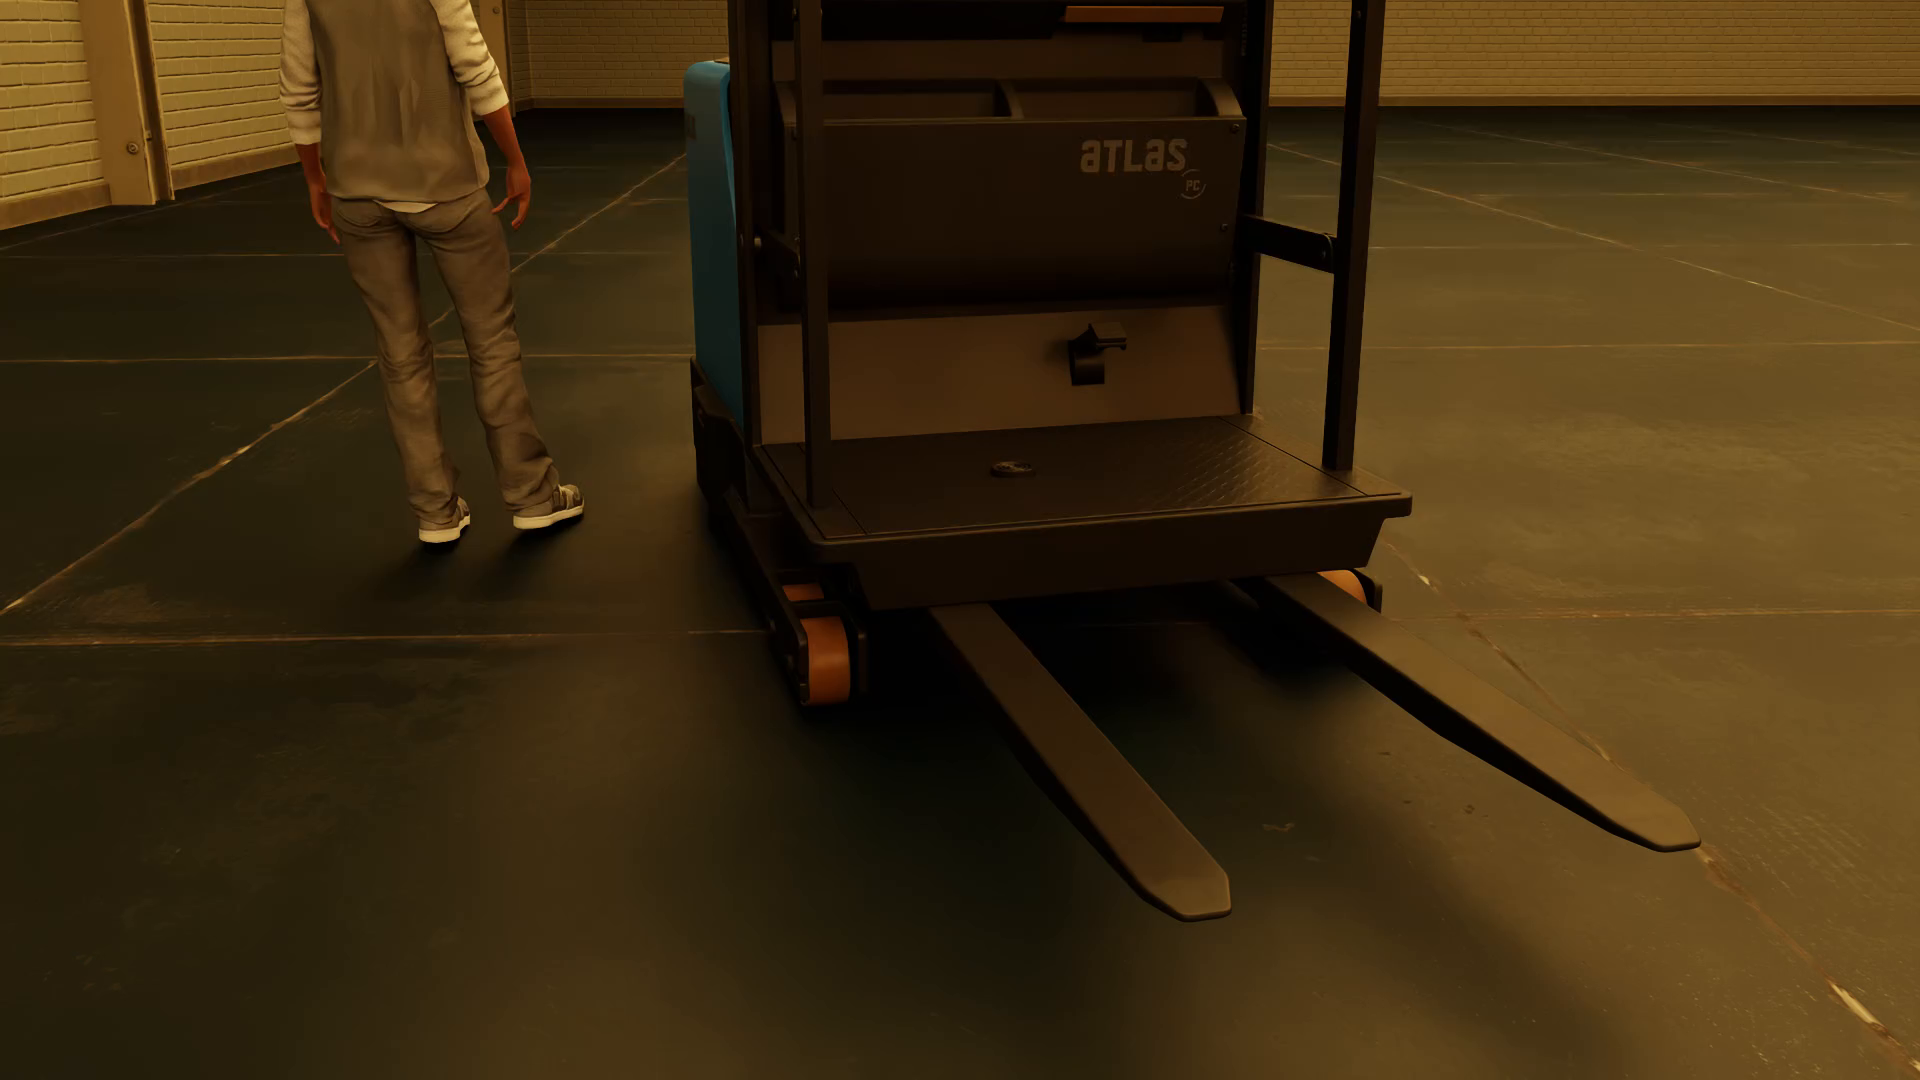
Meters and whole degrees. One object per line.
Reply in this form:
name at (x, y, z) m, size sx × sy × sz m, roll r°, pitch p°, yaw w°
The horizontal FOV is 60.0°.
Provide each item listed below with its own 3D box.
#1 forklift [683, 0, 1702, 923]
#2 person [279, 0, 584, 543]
forklift at (0.162, -1.229, 2.926) m, size 1.130 × 2.935 × 3.031 m, roll -5°, pitch 18°, yaw -15°
person at (-1.191, -0.780, 3.714) m, size 0.520 × 1.600 × 0.473 m, roll 1°, pitch 17°, yaw 2°
